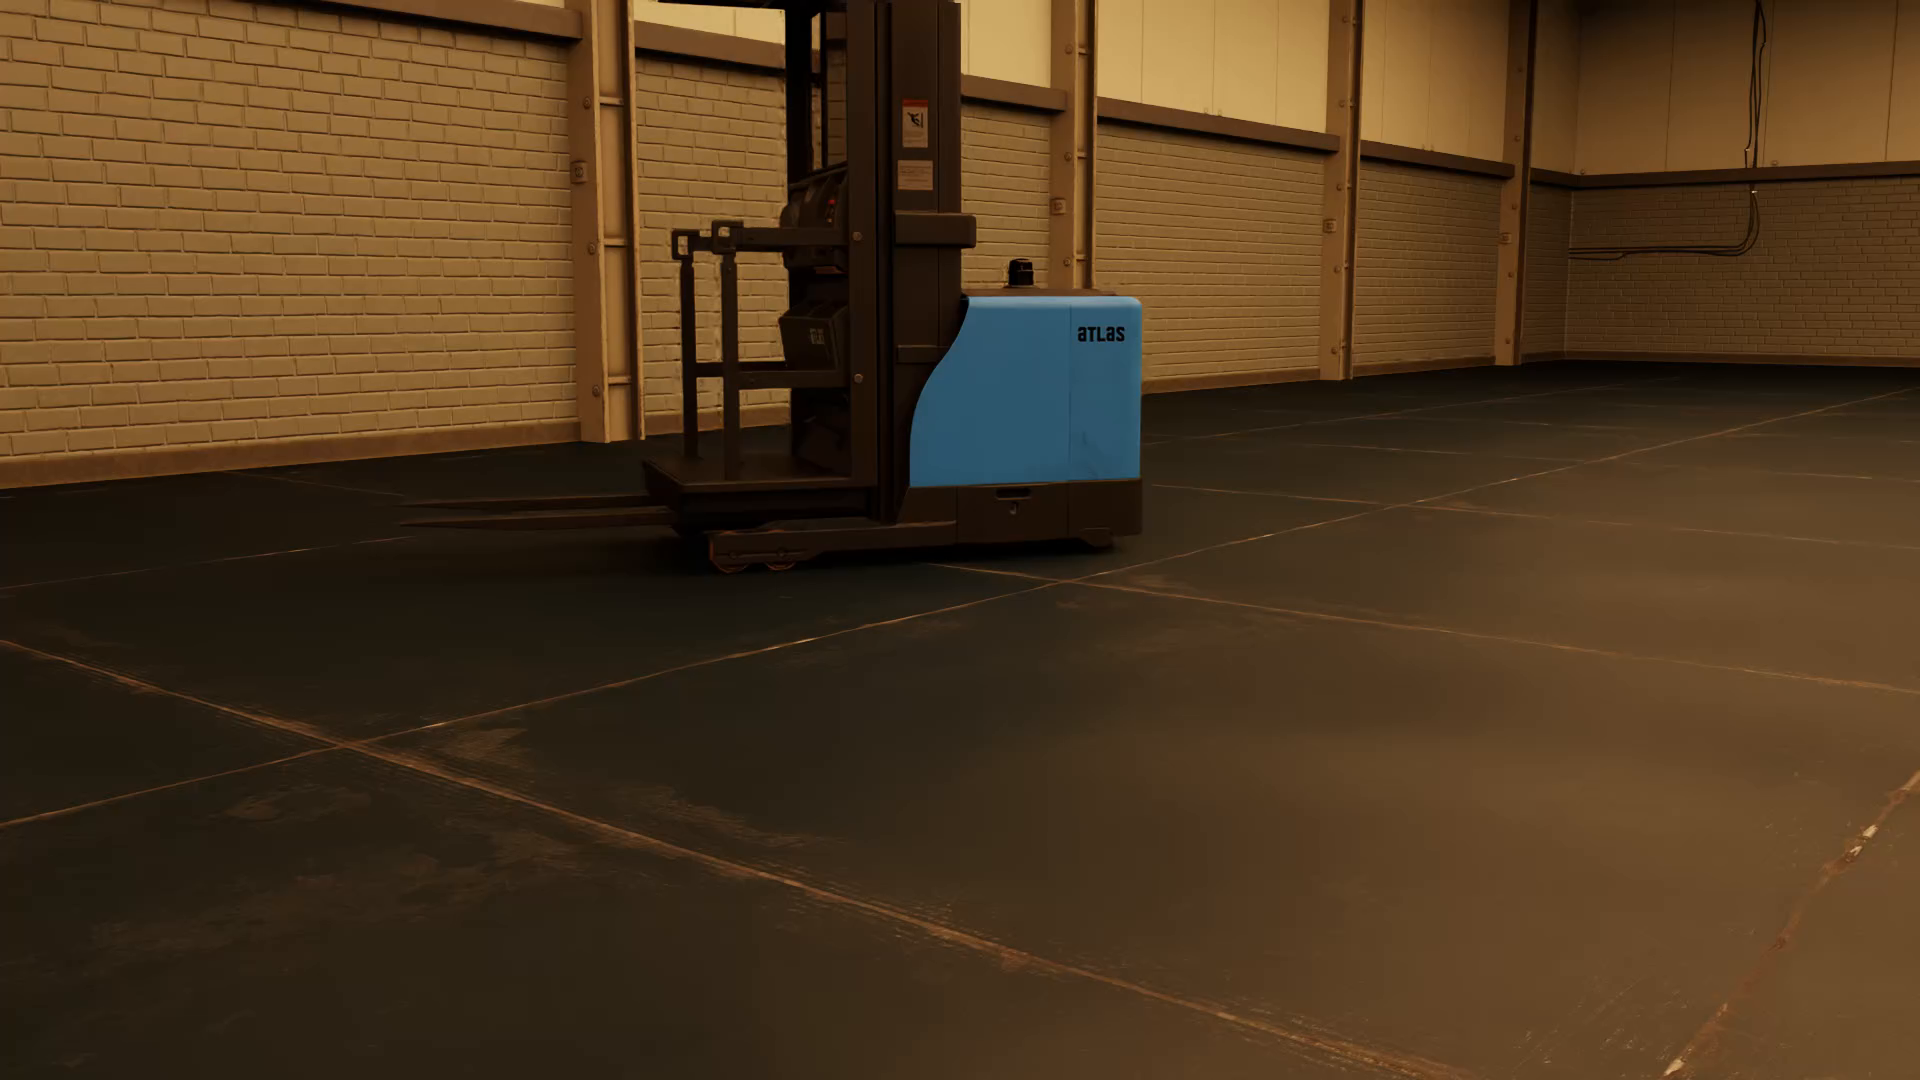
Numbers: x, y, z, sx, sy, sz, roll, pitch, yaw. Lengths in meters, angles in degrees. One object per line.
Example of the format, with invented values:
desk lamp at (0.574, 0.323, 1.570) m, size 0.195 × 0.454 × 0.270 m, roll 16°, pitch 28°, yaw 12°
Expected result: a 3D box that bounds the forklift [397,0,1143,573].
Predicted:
forklift at (-0.793, -1.405, 6.886) m, size 3.031 × 2.935 × 1.130 m, roll -3°, pitch 9°, yaw -18°
